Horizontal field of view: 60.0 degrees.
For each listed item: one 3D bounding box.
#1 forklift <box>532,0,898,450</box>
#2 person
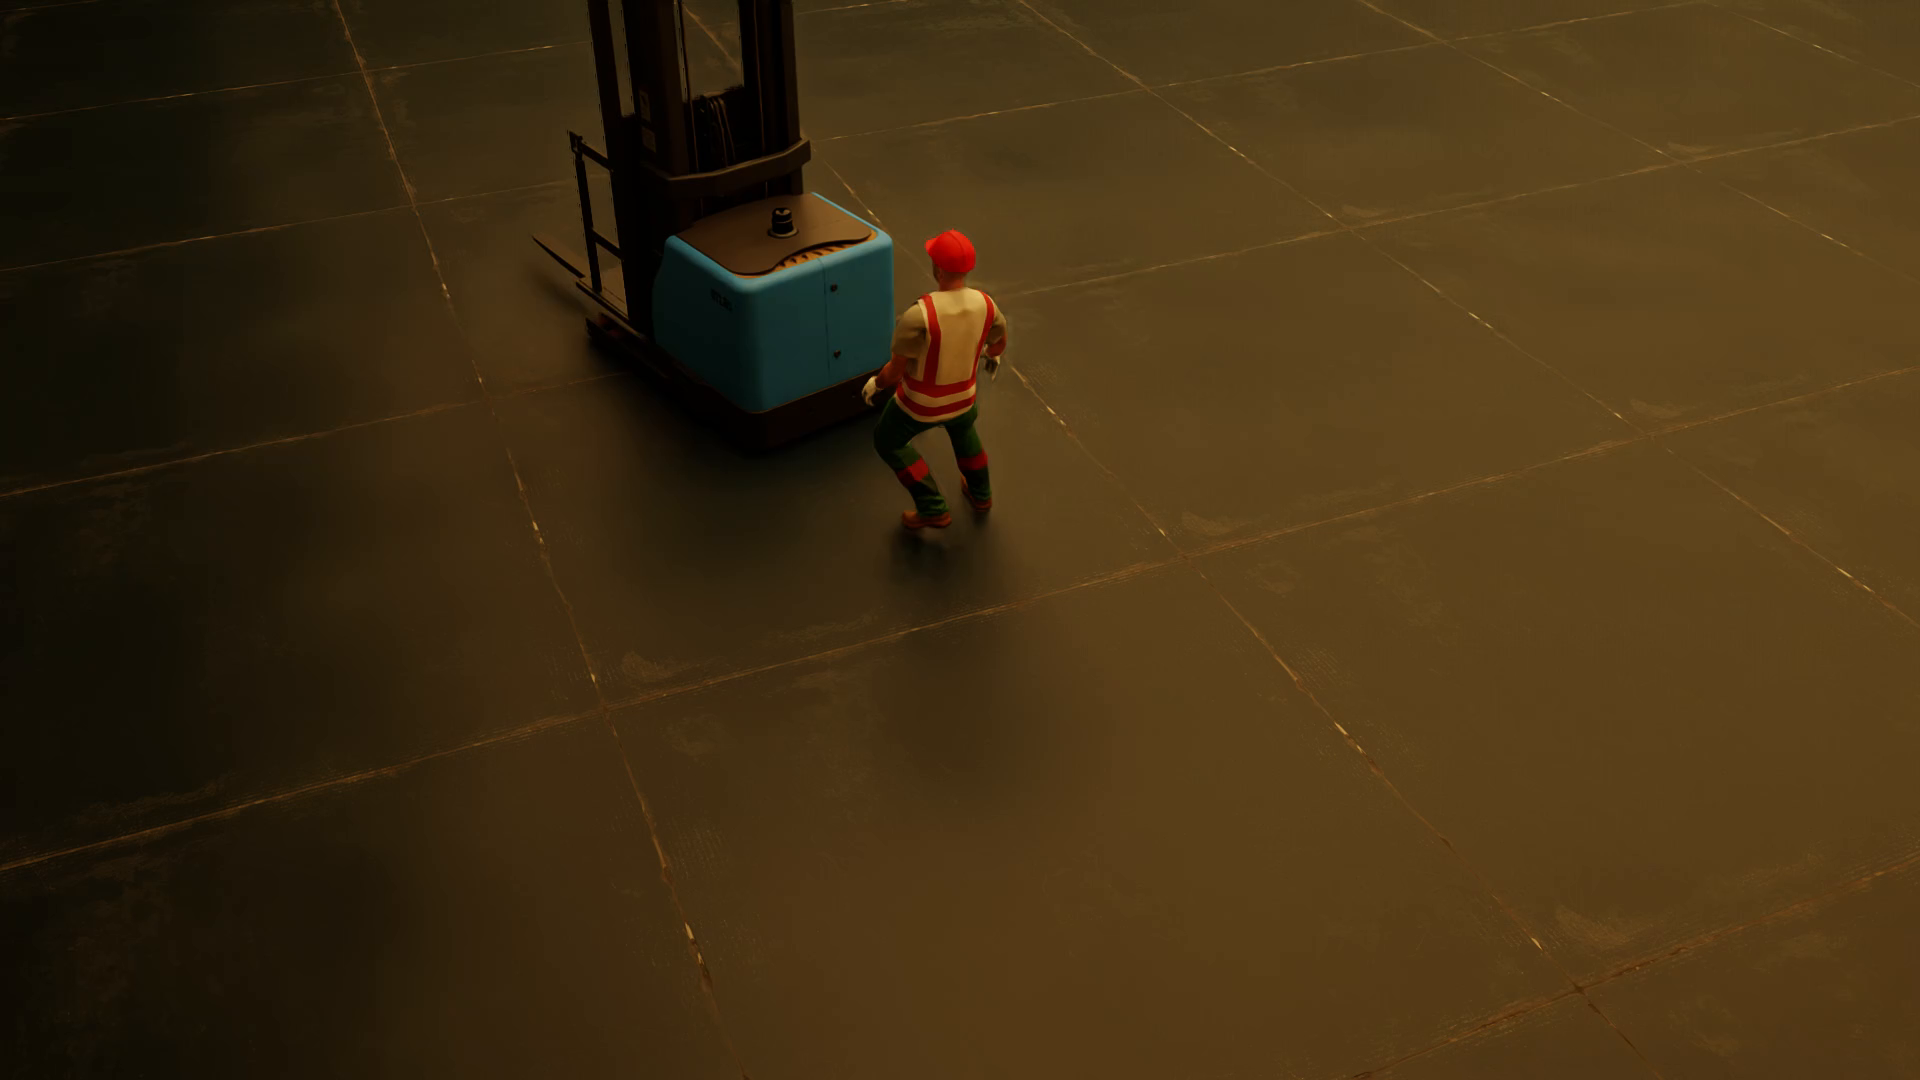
[{"bbox_3d":[-1.660,-2.485,9.594,1.130,2.935,3.031,-25,42,-30],"label":"forklift"},{"bbox_3d":[-0.088,-0.782,8.267,0.811,1.699,0.561,-19,40,-25],"label":"person"}]
